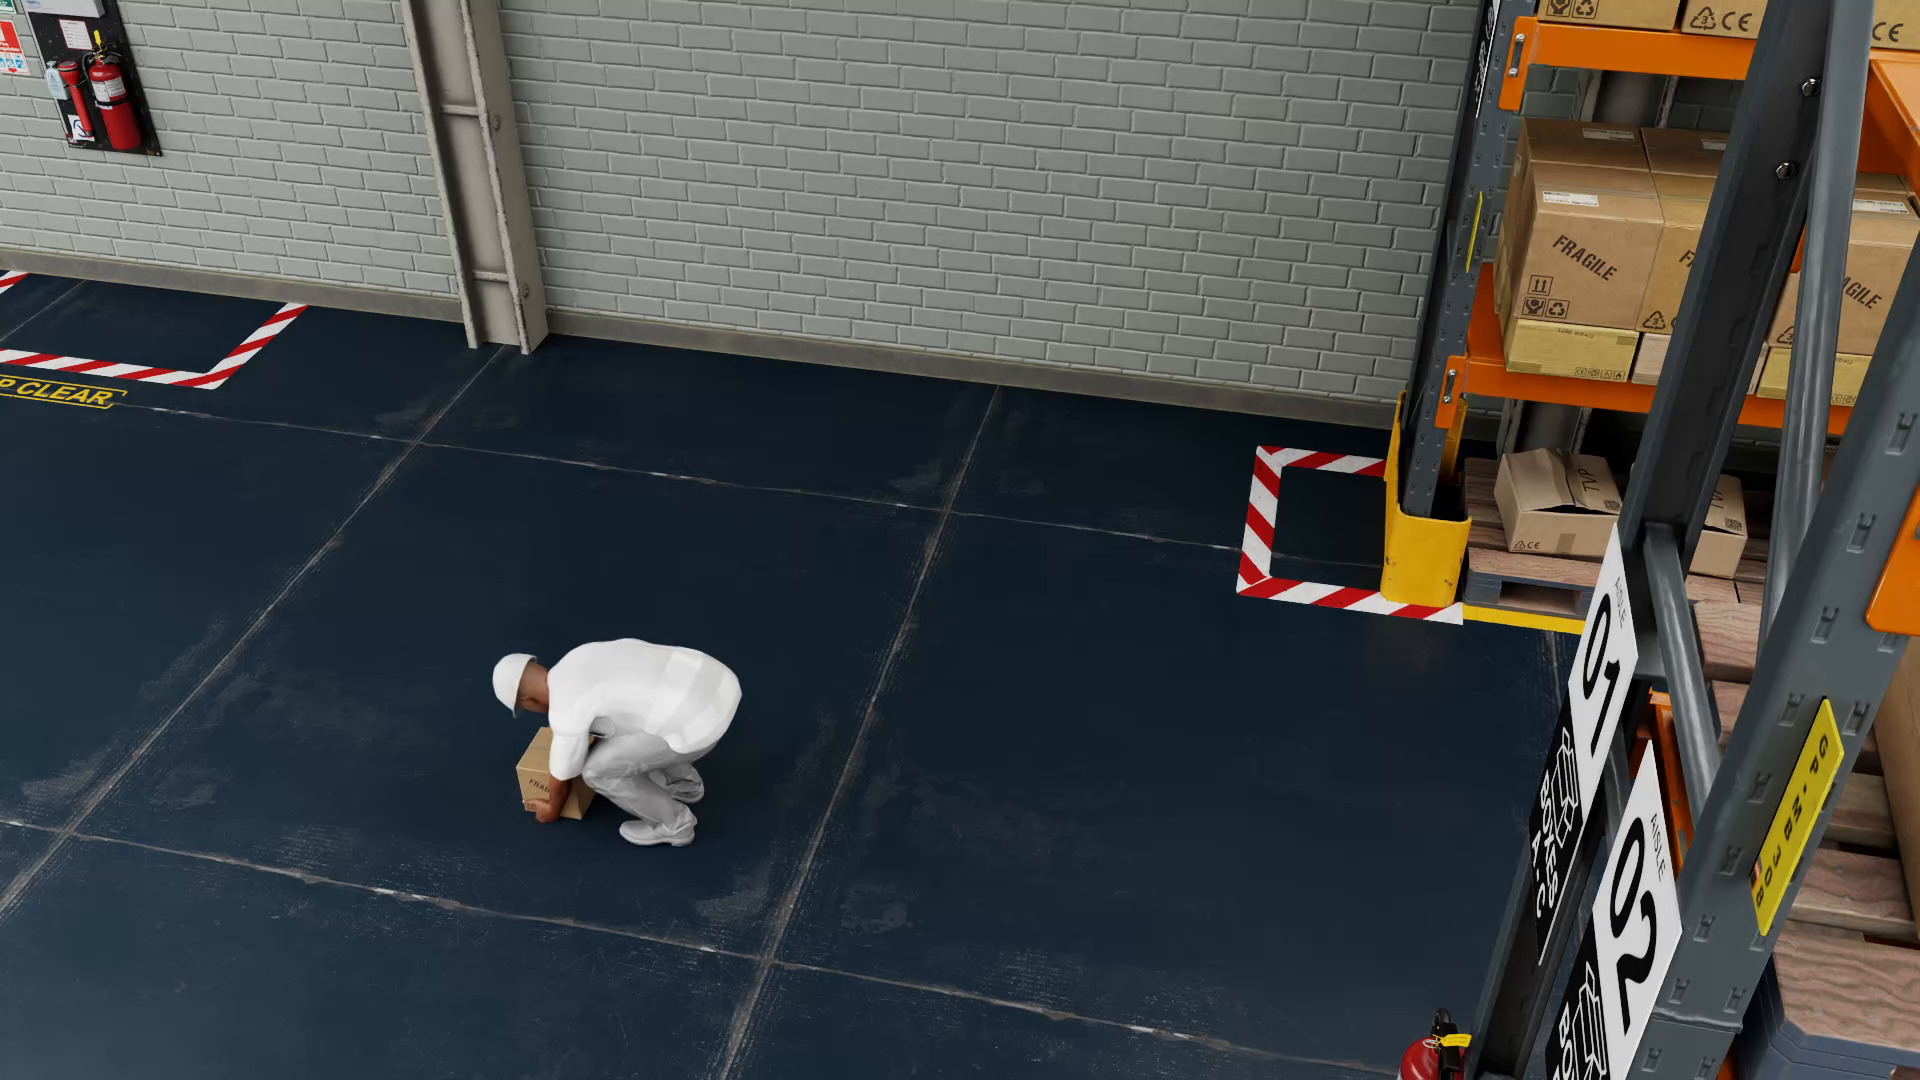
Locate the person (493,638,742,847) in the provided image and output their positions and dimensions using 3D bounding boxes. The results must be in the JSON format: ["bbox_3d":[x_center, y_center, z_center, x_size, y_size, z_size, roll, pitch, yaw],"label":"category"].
[{"bbox_3d":[-1.364,0.797,6.673,0.980,0.843,0.514,6,37,9],"label":"person"}]
